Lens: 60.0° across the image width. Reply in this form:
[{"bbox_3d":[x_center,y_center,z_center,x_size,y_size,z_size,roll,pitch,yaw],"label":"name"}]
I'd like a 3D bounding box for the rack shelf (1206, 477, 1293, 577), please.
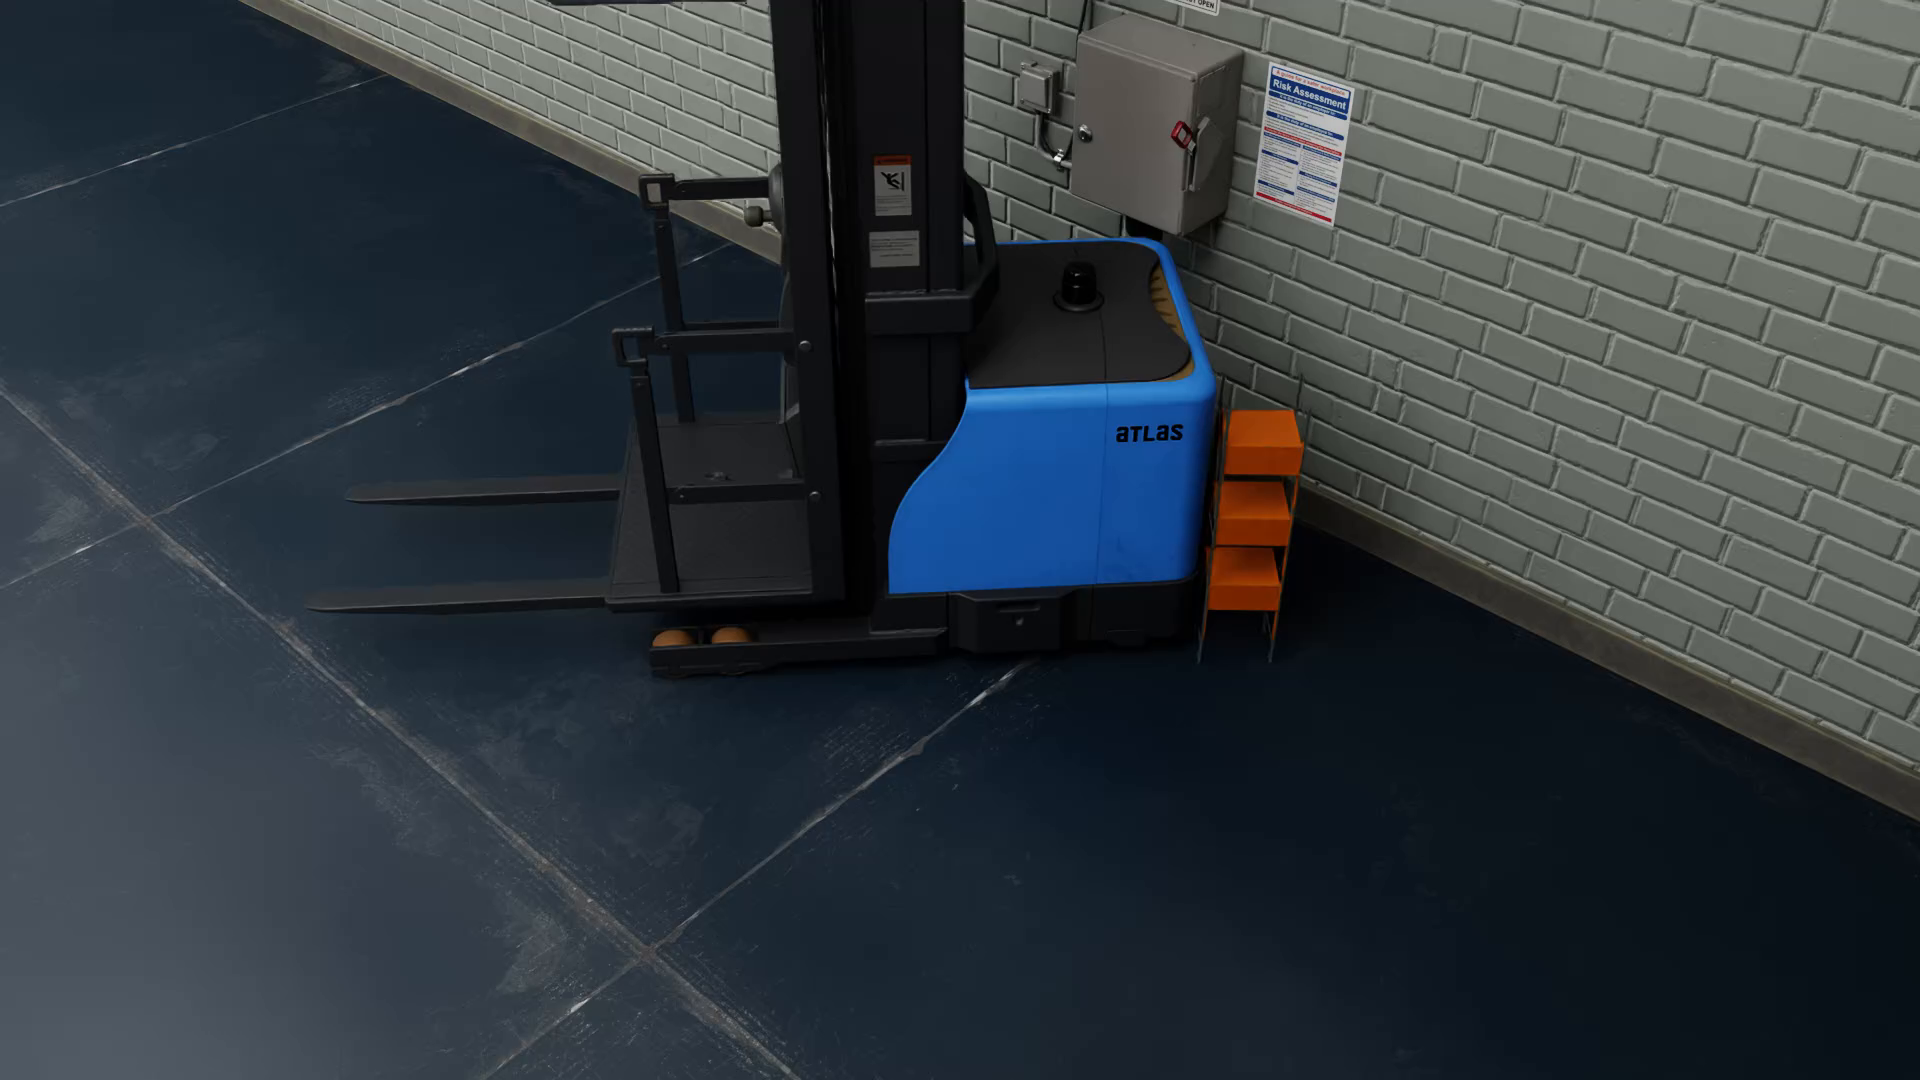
[{"bbox_3d":[0.948,-0.044,5.478,0.240,0.259,0.215,1,38,1],"label":"rack shelf"}]

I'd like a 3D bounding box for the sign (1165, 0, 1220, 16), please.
[{"bbox_3d":[0.742,-1.918,5.589,0.339,0.242,0.001,30,47,32],"label":"sign"}]

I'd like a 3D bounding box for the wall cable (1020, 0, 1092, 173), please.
[{"bbox_3d":[0.246,-2.233,5.832,0.588,1.984,0.122,30,47,32],"label":"wall cable"}]

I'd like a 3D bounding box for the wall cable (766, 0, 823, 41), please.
[{"bbox_3d":[-0.809,-2.835,6.564,0.585,1.953,0.123,30,47,32],"label":"wall cable"}]

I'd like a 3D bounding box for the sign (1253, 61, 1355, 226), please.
[{"bbox_3d":[1.148,-1.327,5.585,0.329,0.494,0.001,30,47,32],"label":"sign"}]

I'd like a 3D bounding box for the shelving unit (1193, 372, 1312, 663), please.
[{"bbox_3d":[0.948,-0.052,5.472,0.252,1.050,0.215,1,38,1],"label":"shelving unit"}]

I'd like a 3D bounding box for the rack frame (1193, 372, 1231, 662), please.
[{"bbox_3d":[0.826,-0.053,5.474,0.008,1.050,0.200,1,38,1],"label":"rack frame"}]

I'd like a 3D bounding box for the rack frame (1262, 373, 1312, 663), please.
[{"bbox_3d":[1.070,-0.050,5.470,0.008,1.050,0.200,1,38,1],"label":"rack frame"}]

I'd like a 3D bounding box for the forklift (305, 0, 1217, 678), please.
[{"bbox_3d":[-0.724,-1.020,5.178,3.031,2.935,1.130,-3,39,-3],"label":"forklift"}]

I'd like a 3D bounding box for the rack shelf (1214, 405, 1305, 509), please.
[{"bbox_3d":[0.948,-0.266,5.302,0.240,0.259,0.215,1,38,1],"label":"rack shelf"}]

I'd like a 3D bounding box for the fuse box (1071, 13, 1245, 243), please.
[{"bbox_3d":[0.644,-0.972,6.098,0.539,1.711,0.414,30,47,32],"label":"fuse box"}]

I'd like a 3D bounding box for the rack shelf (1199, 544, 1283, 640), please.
[{"bbox_3d":[0.948,0.174,5.651,0.240,0.259,0.215,1,38,1],"label":"rack shelf"}]
